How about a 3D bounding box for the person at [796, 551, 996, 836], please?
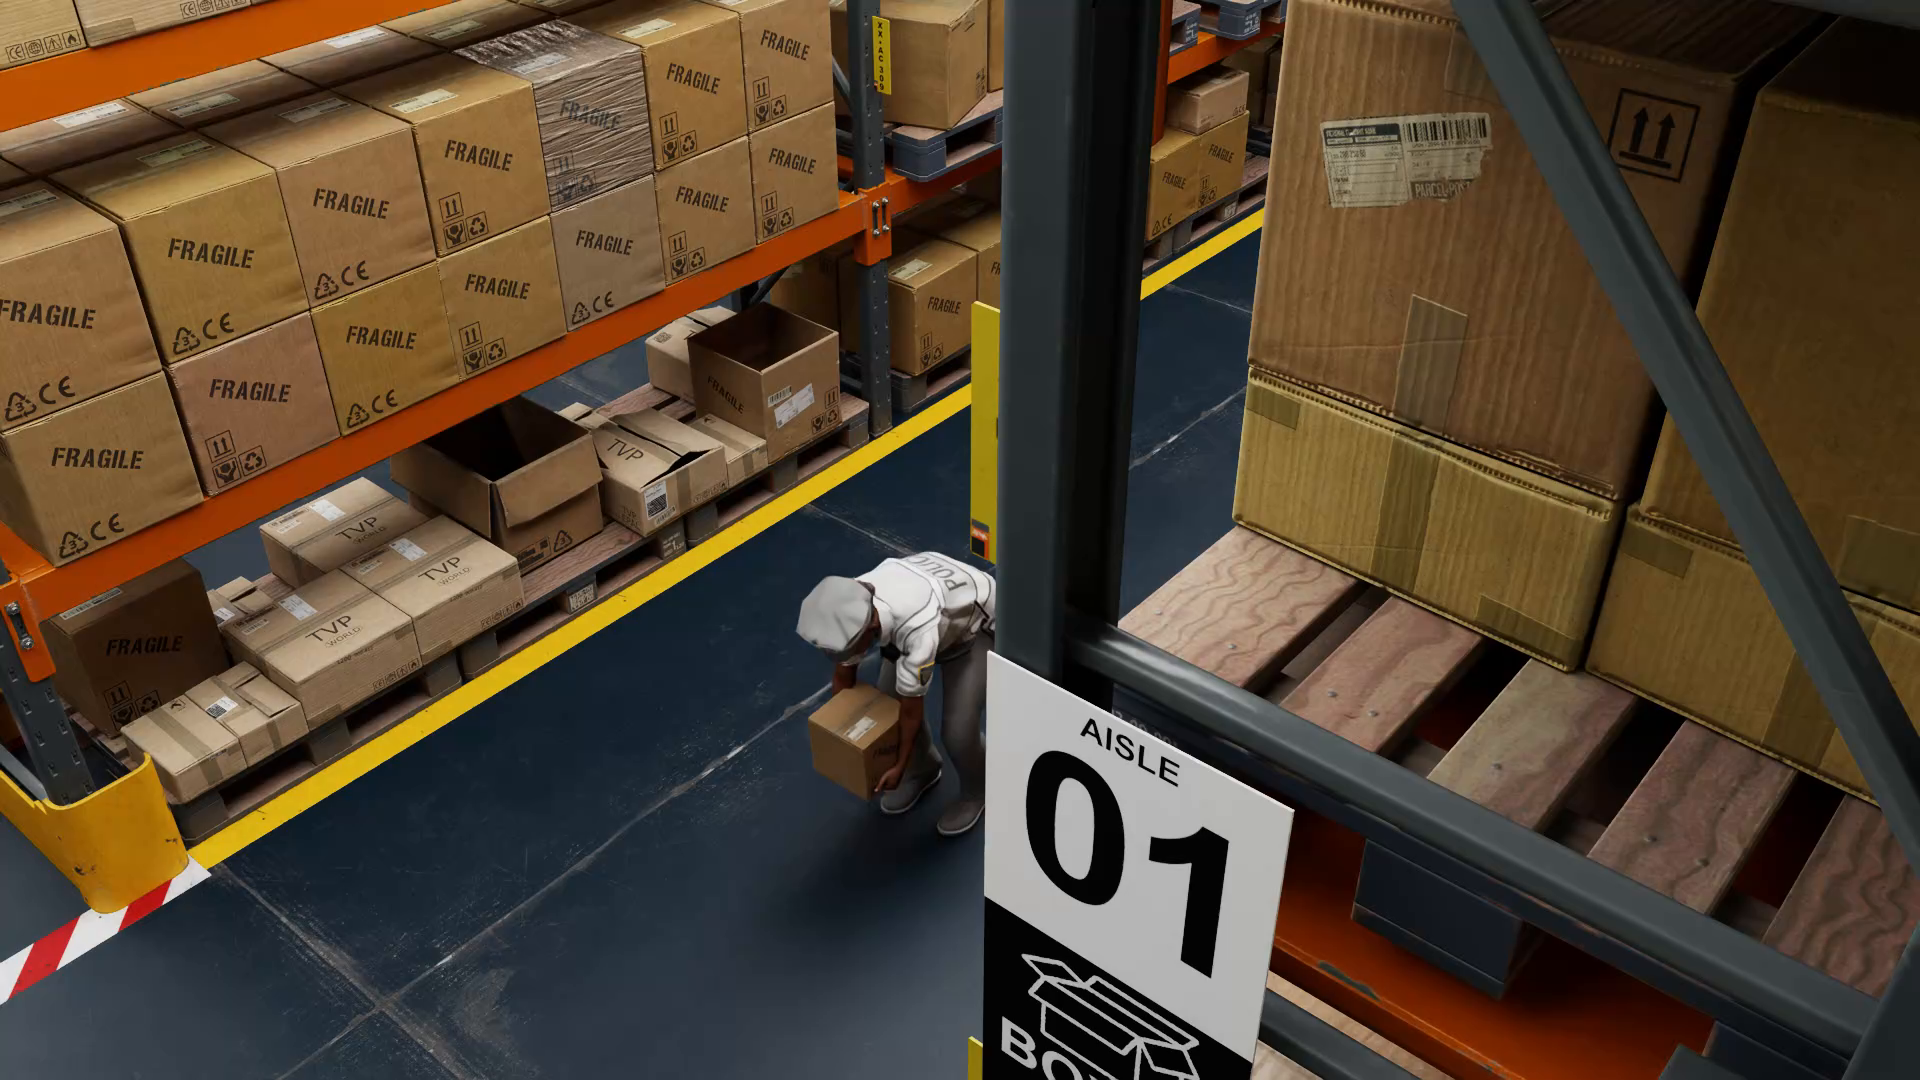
[{"bbox_3d":[-0.190,0.537,5.718,0.417,1.284,0.892,24,42,30],"label":"person"}]
